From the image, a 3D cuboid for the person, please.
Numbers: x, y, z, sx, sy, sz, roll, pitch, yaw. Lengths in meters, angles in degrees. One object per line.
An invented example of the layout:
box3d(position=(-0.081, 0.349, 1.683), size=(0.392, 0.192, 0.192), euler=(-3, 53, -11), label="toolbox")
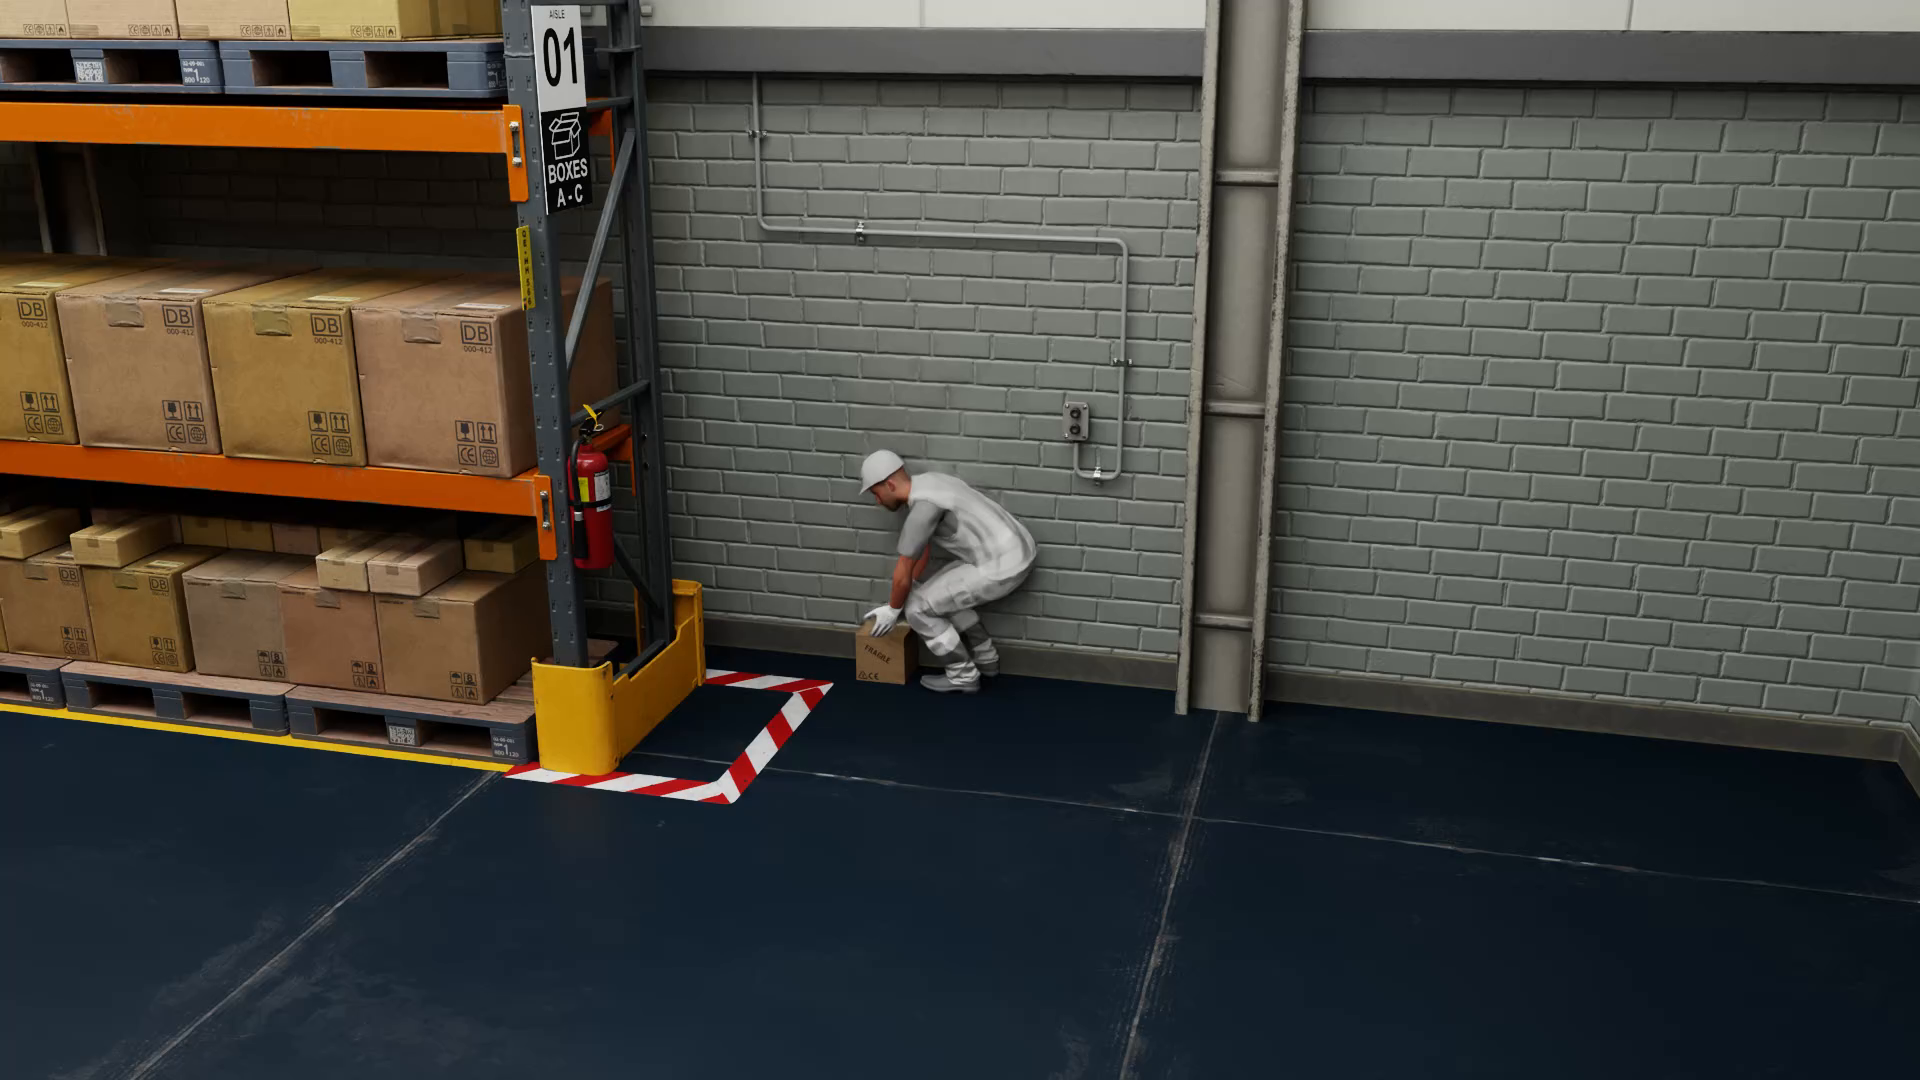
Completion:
box3d(position=(-0.068, 0.151, 8.053), size=(0.852, 1.172, 0.584), euler=(5, 19, 14), label="person")
